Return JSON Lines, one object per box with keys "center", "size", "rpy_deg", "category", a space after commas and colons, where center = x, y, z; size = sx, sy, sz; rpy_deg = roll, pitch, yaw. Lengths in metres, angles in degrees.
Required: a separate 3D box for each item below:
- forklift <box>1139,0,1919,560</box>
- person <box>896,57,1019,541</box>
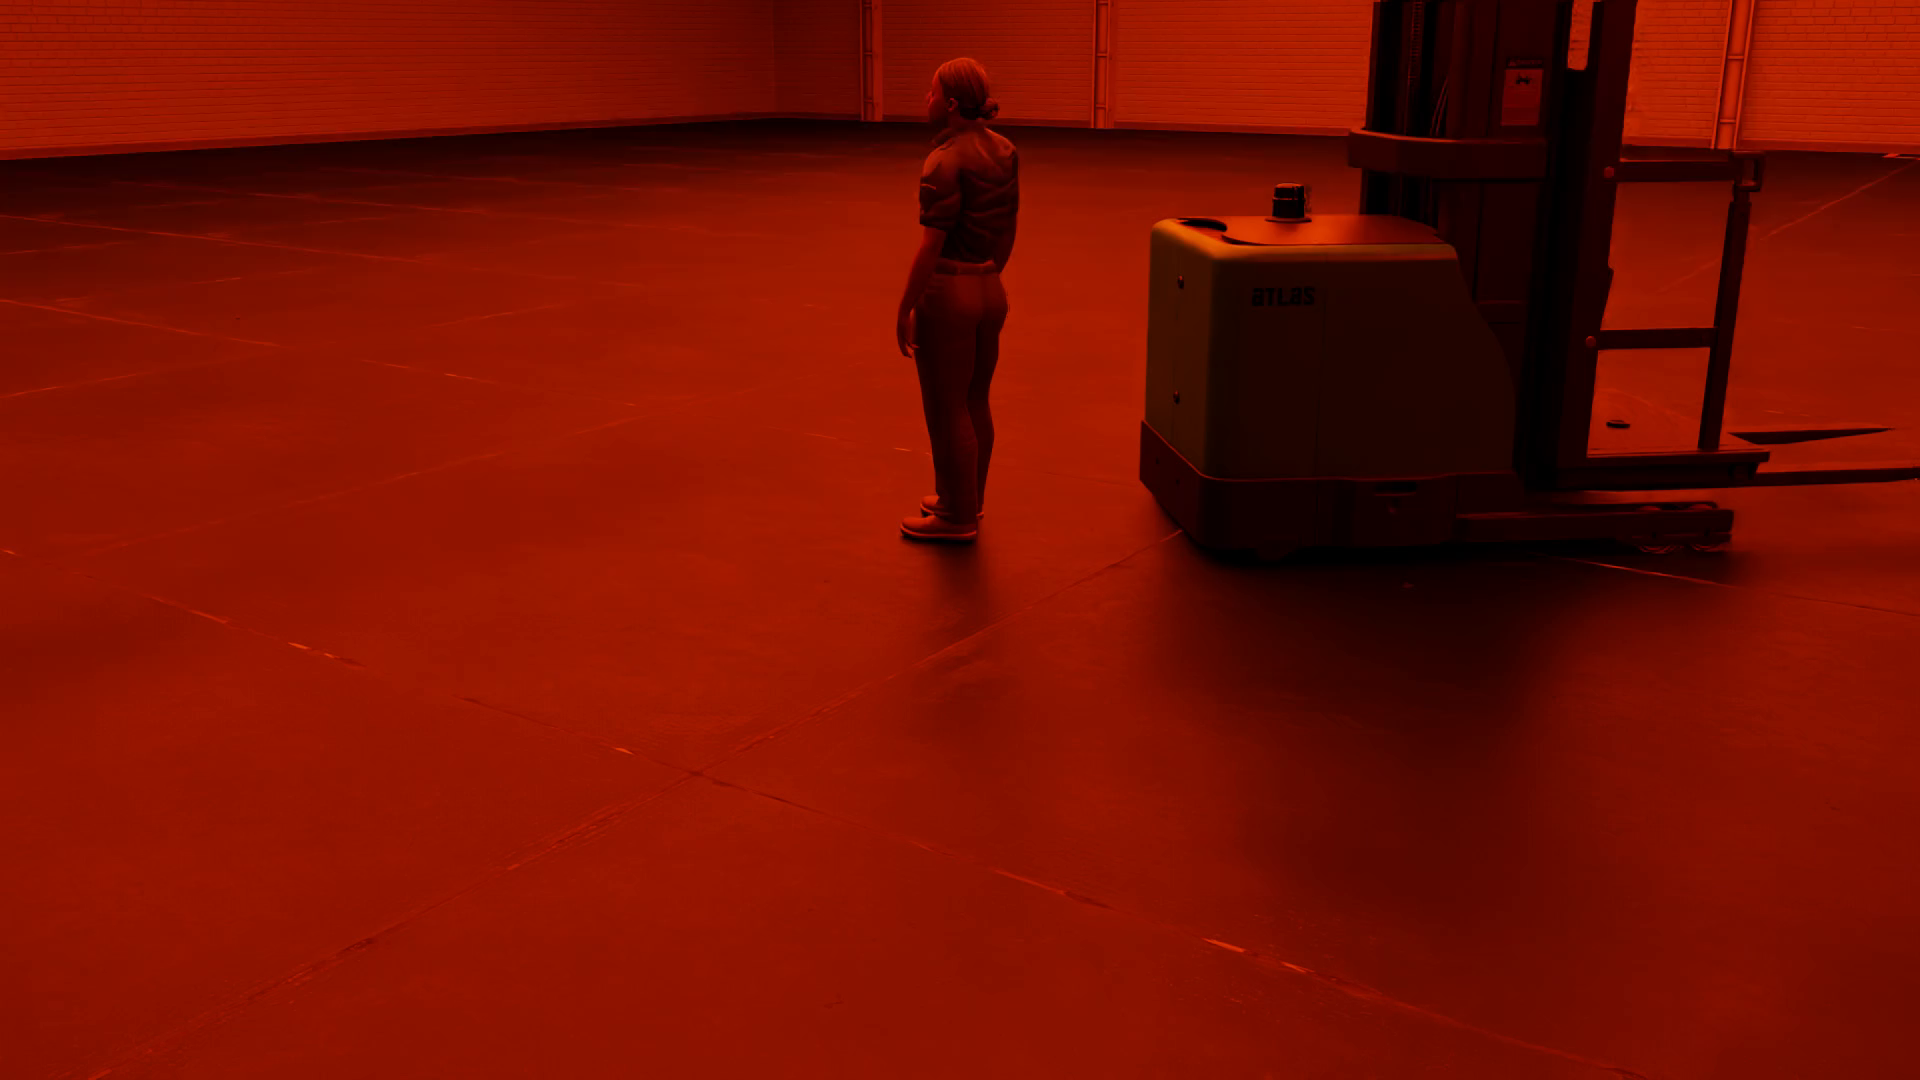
{"center": [2.256, -1.503, 5.859], "size": [3.031, 2.935, 1.130], "rpy_deg": [-2, 17, -7], "category": "forklift"}
{"center": [-0.067, -0.816, 5.779], "size": [0.494, 1.656, 0.565], "rpy_deg": [11, 20, 33], "category": "person"}
